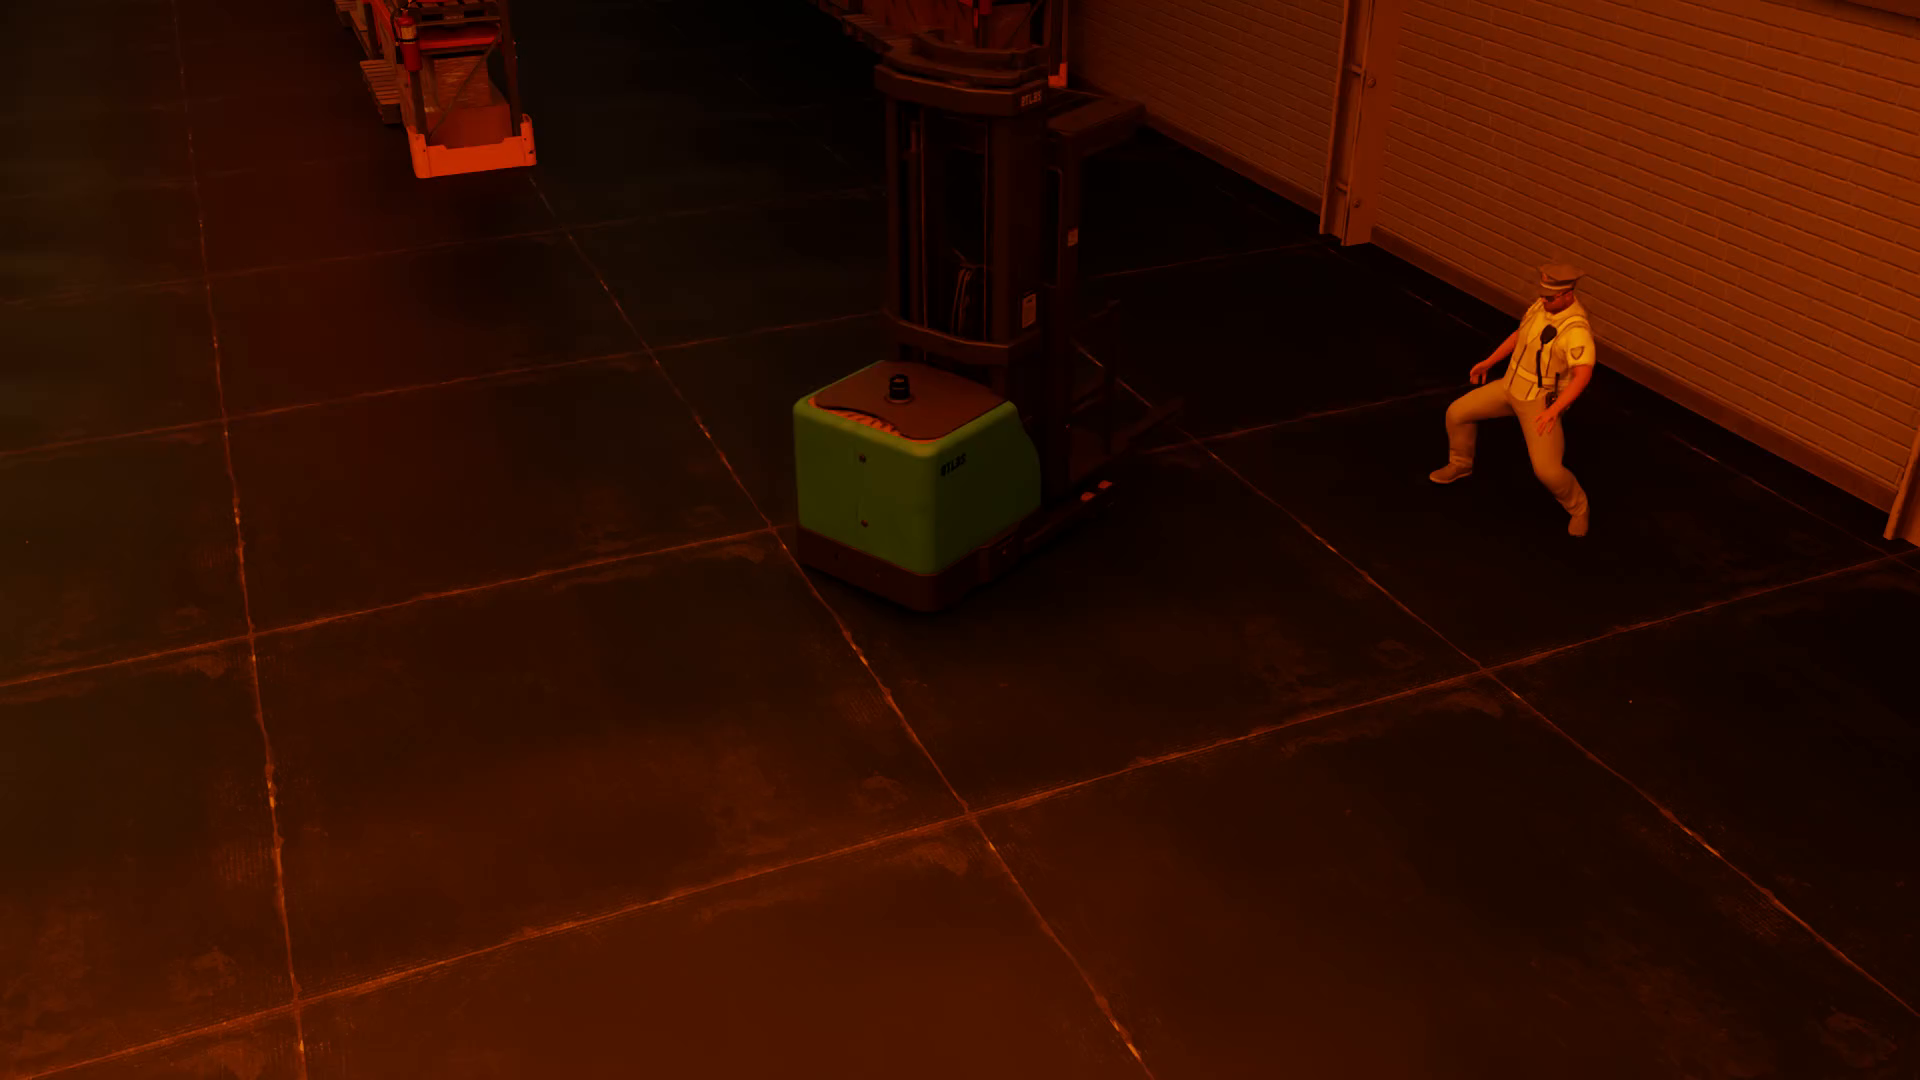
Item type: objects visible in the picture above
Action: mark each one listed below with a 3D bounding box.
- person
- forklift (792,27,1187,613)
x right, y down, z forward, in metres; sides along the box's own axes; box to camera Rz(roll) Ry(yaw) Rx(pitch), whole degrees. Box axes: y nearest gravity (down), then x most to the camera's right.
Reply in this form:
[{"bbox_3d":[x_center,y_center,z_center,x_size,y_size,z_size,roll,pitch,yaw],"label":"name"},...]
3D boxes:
[{"bbox_3d":[3.471,-0.869,10.028,0.781,1.624,0.967,-7,31,-13],"label":"person"},{"bbox_3d":[0.349,-1.538,9.809,1.130,2.935,3.031,21,36,32],"label":"forklift"}]
